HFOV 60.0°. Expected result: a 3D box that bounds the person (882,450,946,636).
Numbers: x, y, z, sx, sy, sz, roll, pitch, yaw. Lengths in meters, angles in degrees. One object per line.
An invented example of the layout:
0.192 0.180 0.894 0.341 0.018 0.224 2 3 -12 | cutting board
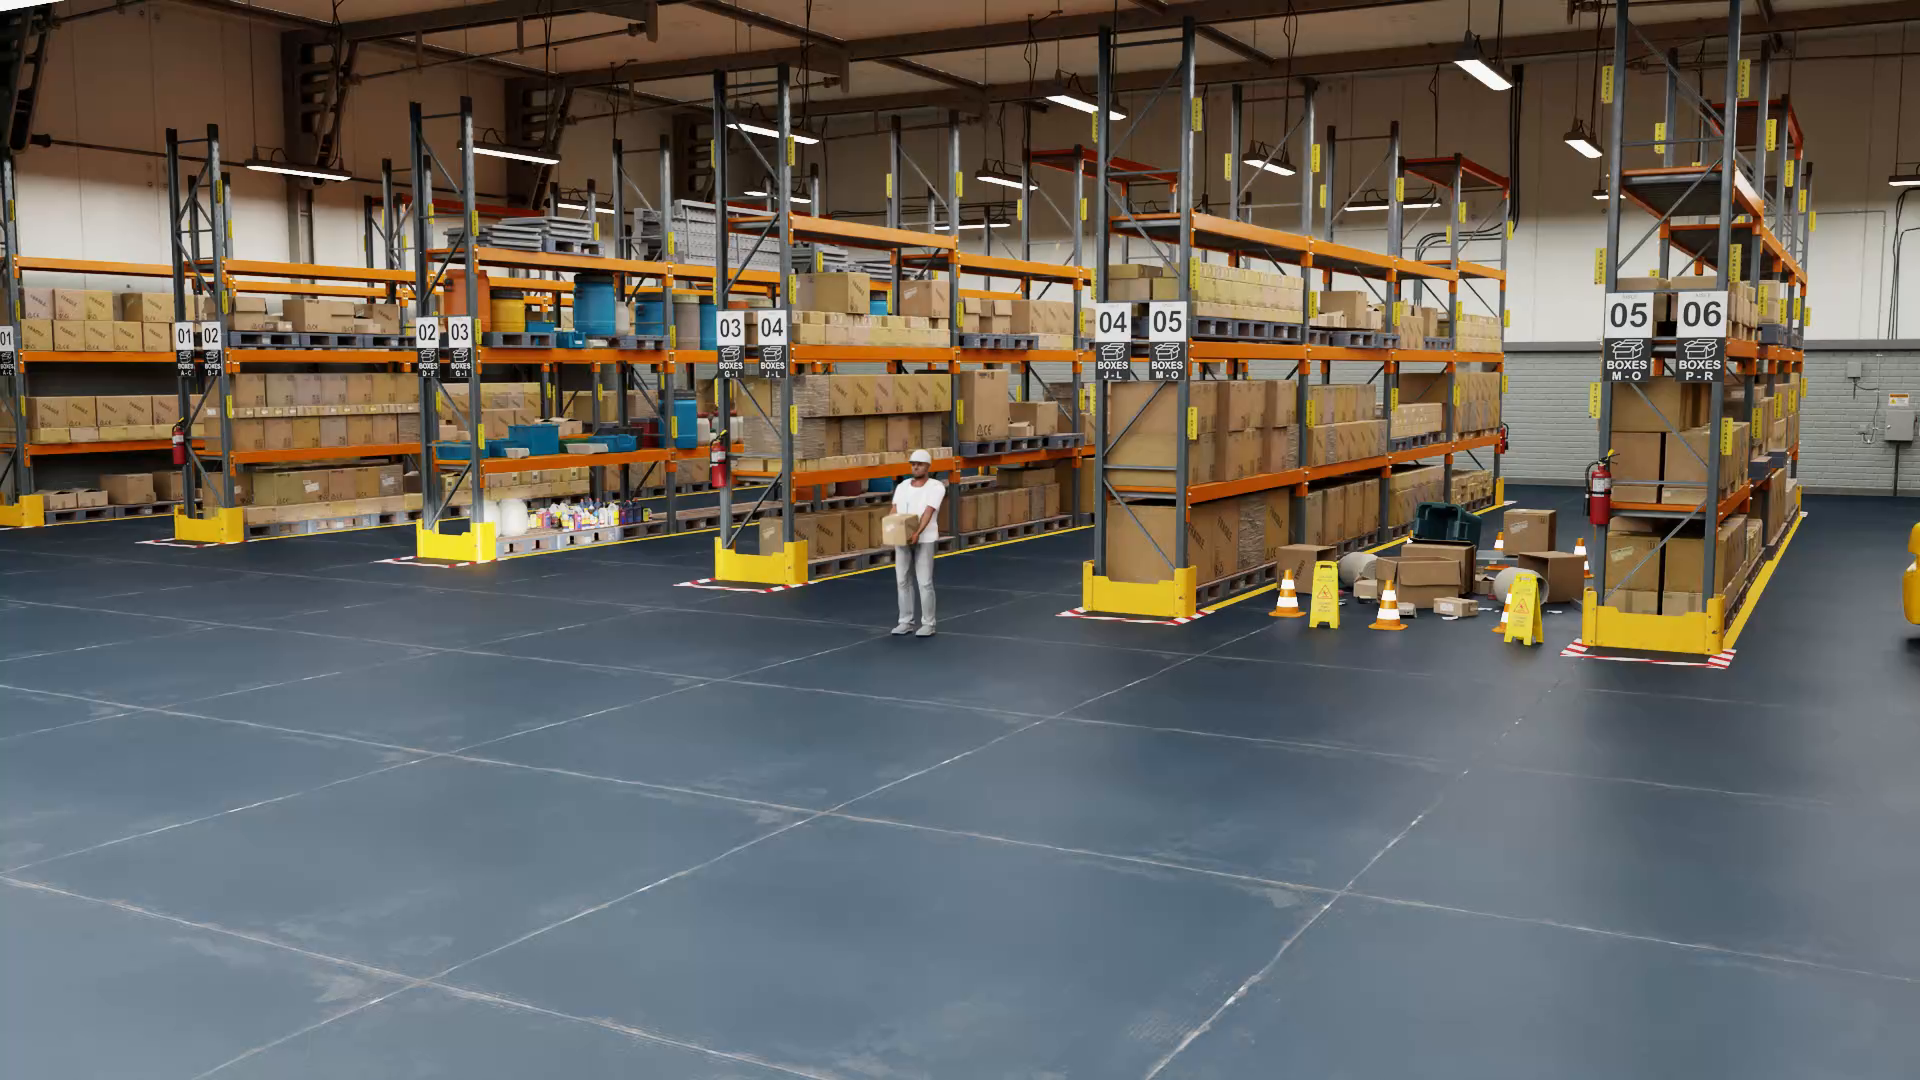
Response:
-0.454 0.032 15.745 0.504 1.759 0.581 3 7 30 | person
